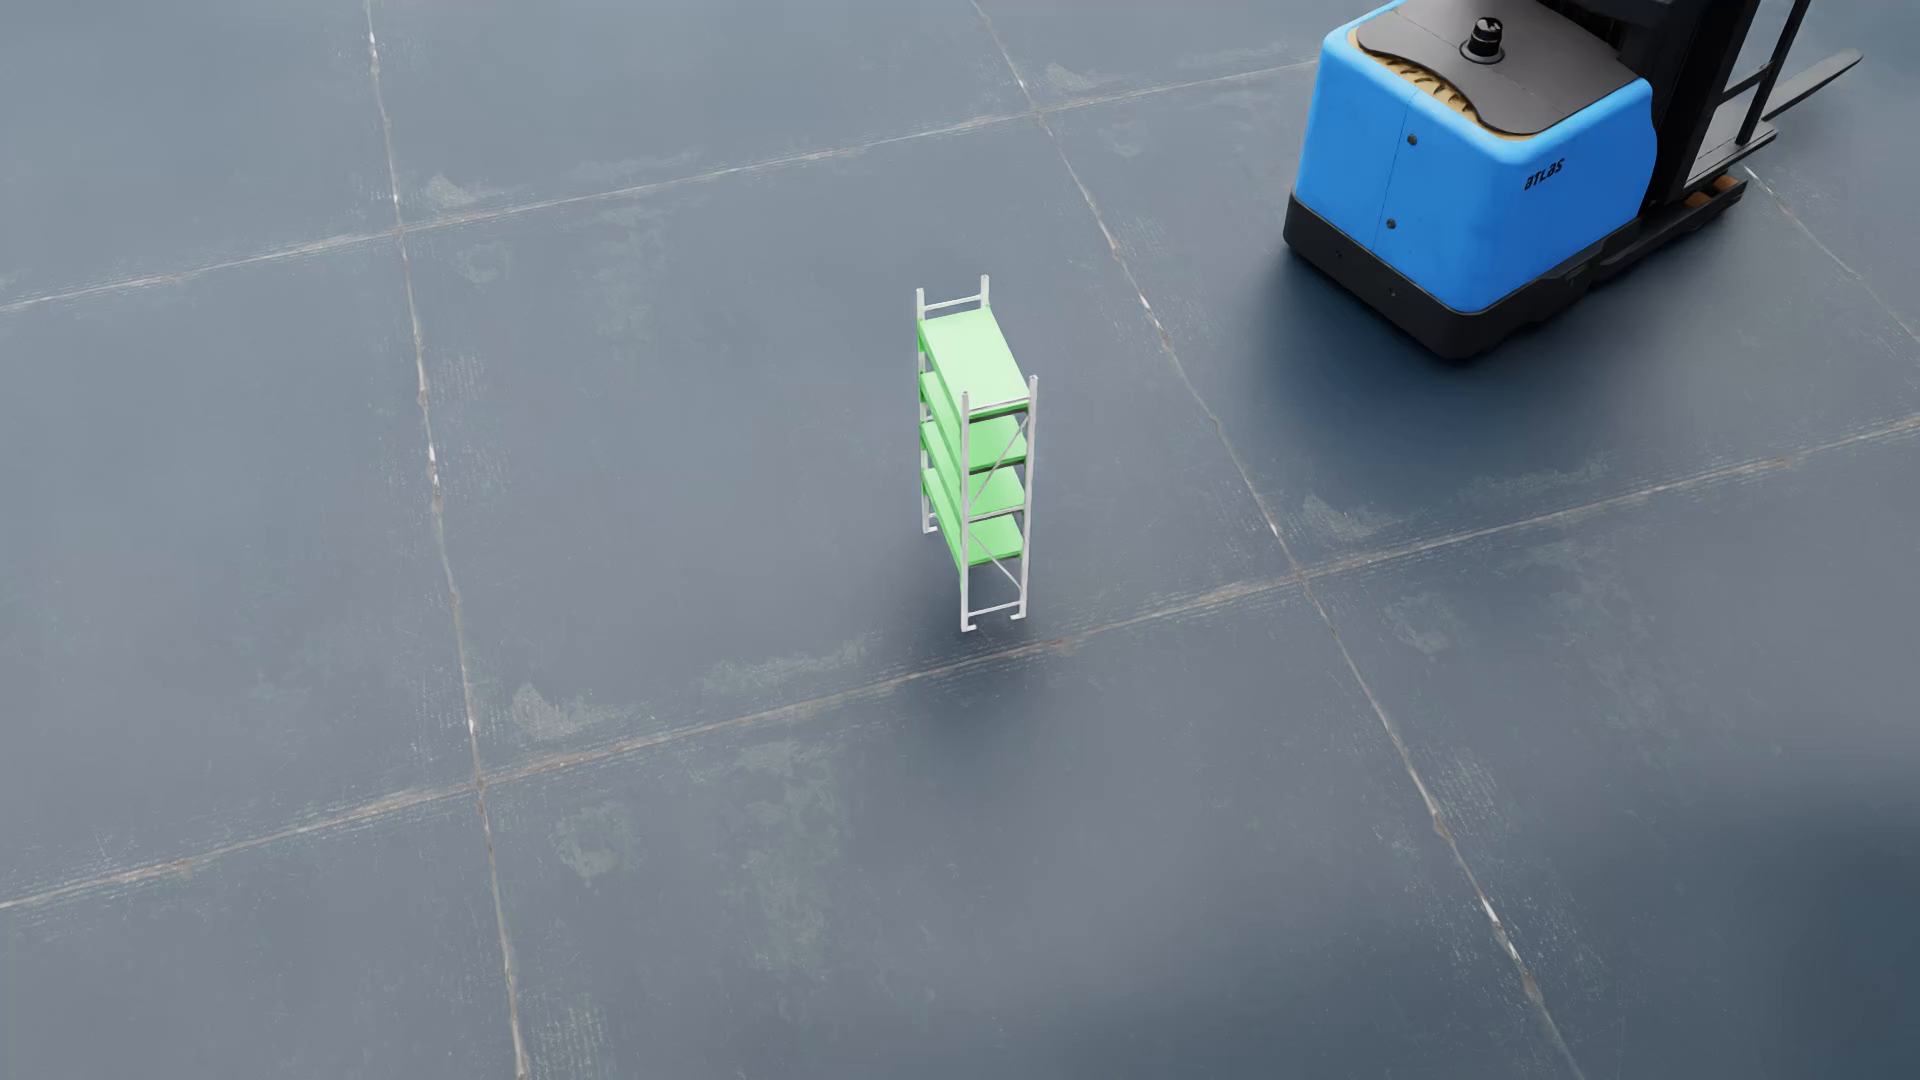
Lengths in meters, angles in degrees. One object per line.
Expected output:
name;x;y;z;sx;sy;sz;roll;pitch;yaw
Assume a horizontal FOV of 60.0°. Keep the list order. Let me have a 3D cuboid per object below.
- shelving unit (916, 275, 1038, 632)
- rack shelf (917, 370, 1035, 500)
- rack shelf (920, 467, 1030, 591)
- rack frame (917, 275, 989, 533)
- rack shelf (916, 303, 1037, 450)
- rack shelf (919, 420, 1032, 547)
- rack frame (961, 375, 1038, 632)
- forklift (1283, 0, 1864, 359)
shelving unit;0.049;-0.266;5.689;0.258;1.200;0.503;-13;51;-11
rack shelf;0.049;-0.379;5.555;0.258;0.148;0.480;-13;51;-11
rack shelf;0.049;-0.070;5.922;0.258;0.148;0.480;-13;51;-11
rack frame;-0.023;-0.444;5.840;0.240;1.200;0.015;-13;51;-11
rack shelf;0.049;-0.534;5.371;0.258;0.148;0.480;-13;51;-11
rack shelf;0.049;-0.225;5.738;0.258;0.148;0.480;-13;51;-11
rack frame;0.121;-0.088;5.539;0.240;1.200;0.015;-13;51;-11
forklift;2.894;-2.621;6.543;3.031;2.935;1.130;-30;56;-23
